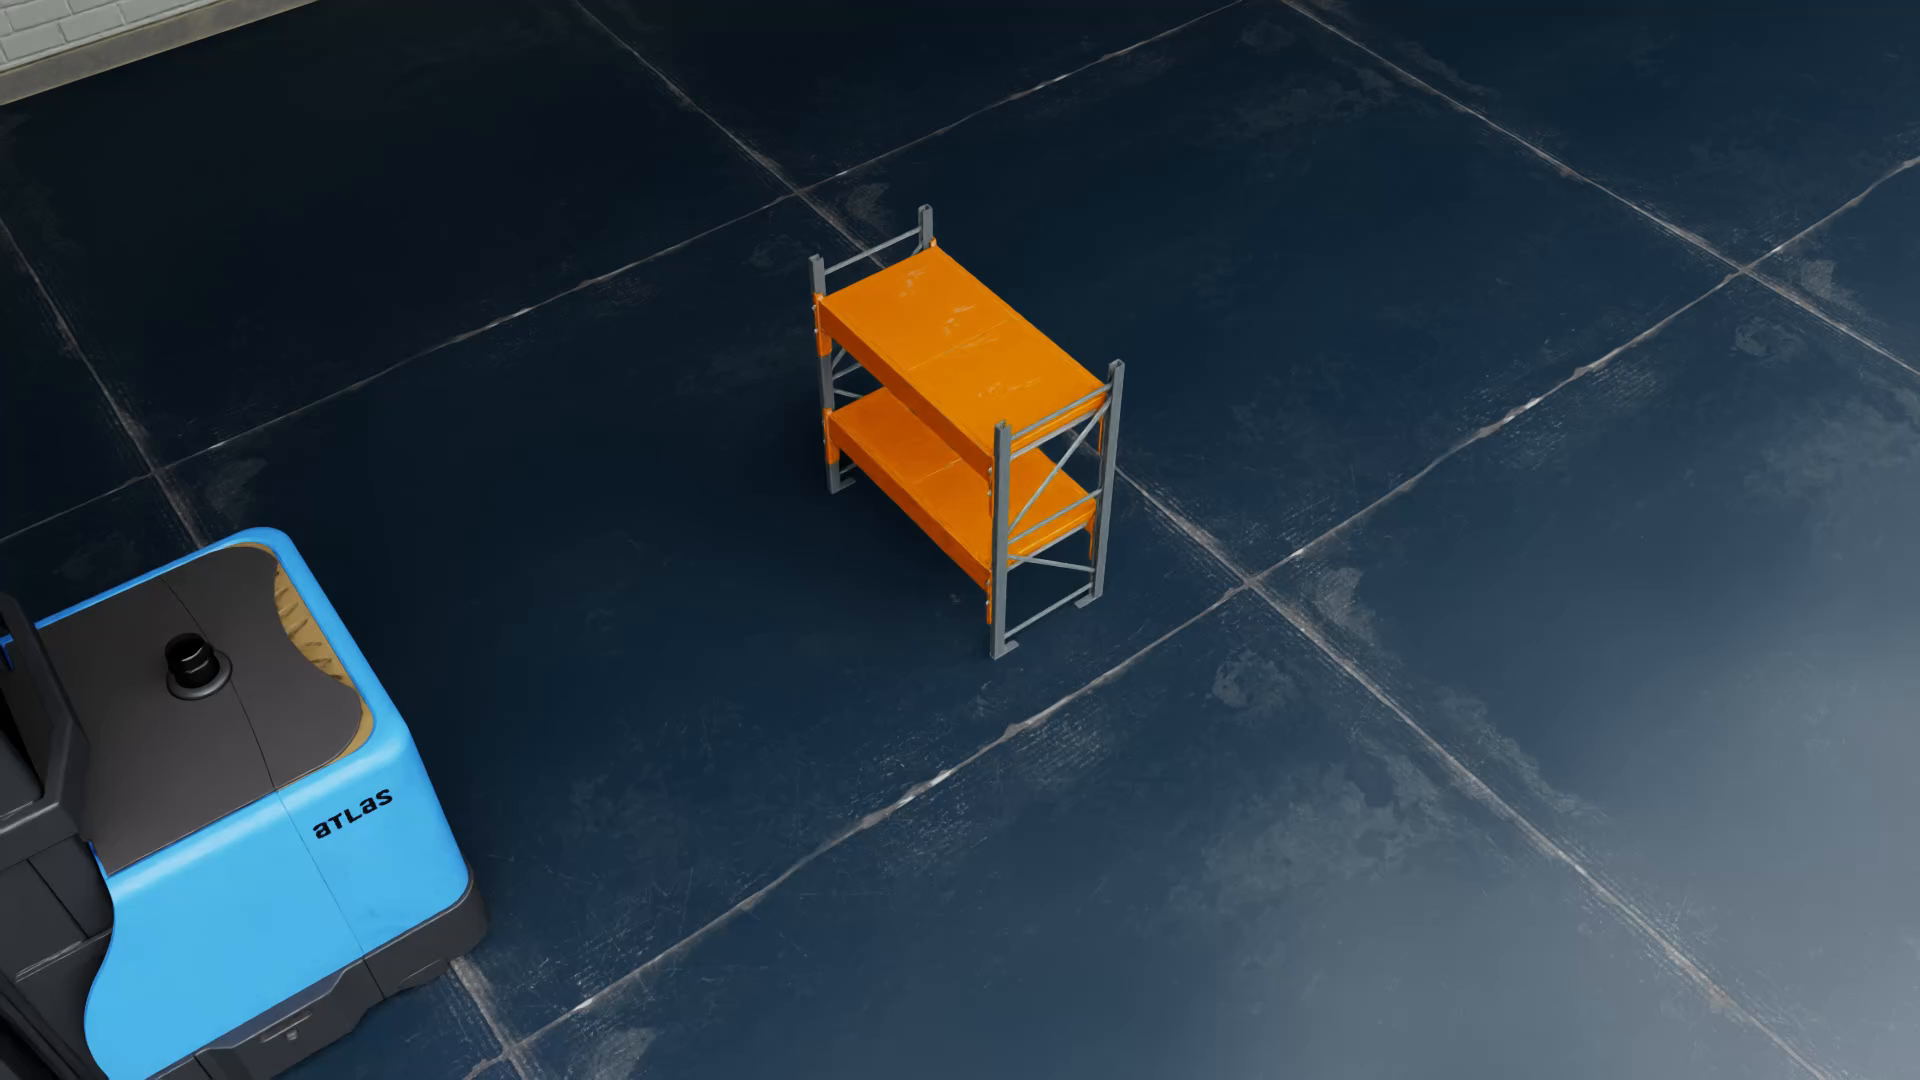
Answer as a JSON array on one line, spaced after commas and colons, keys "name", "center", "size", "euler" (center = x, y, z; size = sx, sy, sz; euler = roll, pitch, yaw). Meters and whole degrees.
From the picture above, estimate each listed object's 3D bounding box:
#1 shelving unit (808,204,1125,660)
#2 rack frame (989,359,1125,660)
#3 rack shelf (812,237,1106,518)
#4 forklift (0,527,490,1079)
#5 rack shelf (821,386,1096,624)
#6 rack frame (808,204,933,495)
[{"name": "shelving unit", "center": [0.004, -0.374, 5.830], "size": [0.538, 1.125, 1.048], "euler": [-29, 54, -24]}, {"name": "rack frame", "center": [0.312, -0.074, 5.558], "size": [0.500, 1.125, 0.032], "euler": [-29, 54, -24]}, {"name": "rack shelf", "center": [0.004, -0.570, 5.613], "size": [0.538, 0.278, 1.000], "euler": [-29, 54, -24]}, {"name": "forklift", "center": [-2.927, 0.606, 3.722], "size": [3.031, 2.935, 1.130], "euler": [-29, 54, -23]}, {"name": "rack shelf", "center": [0.004, -0.210, 6.011], "size": [0.538, 0.278, 1.000], "euler": [-29, 54, -24]}, {"name": "rack frame", "center": [-0.304, -0.674, 6.101], "size": [0.500, 1.125, 0.032], "euler": [-29, 54, -24]}]
